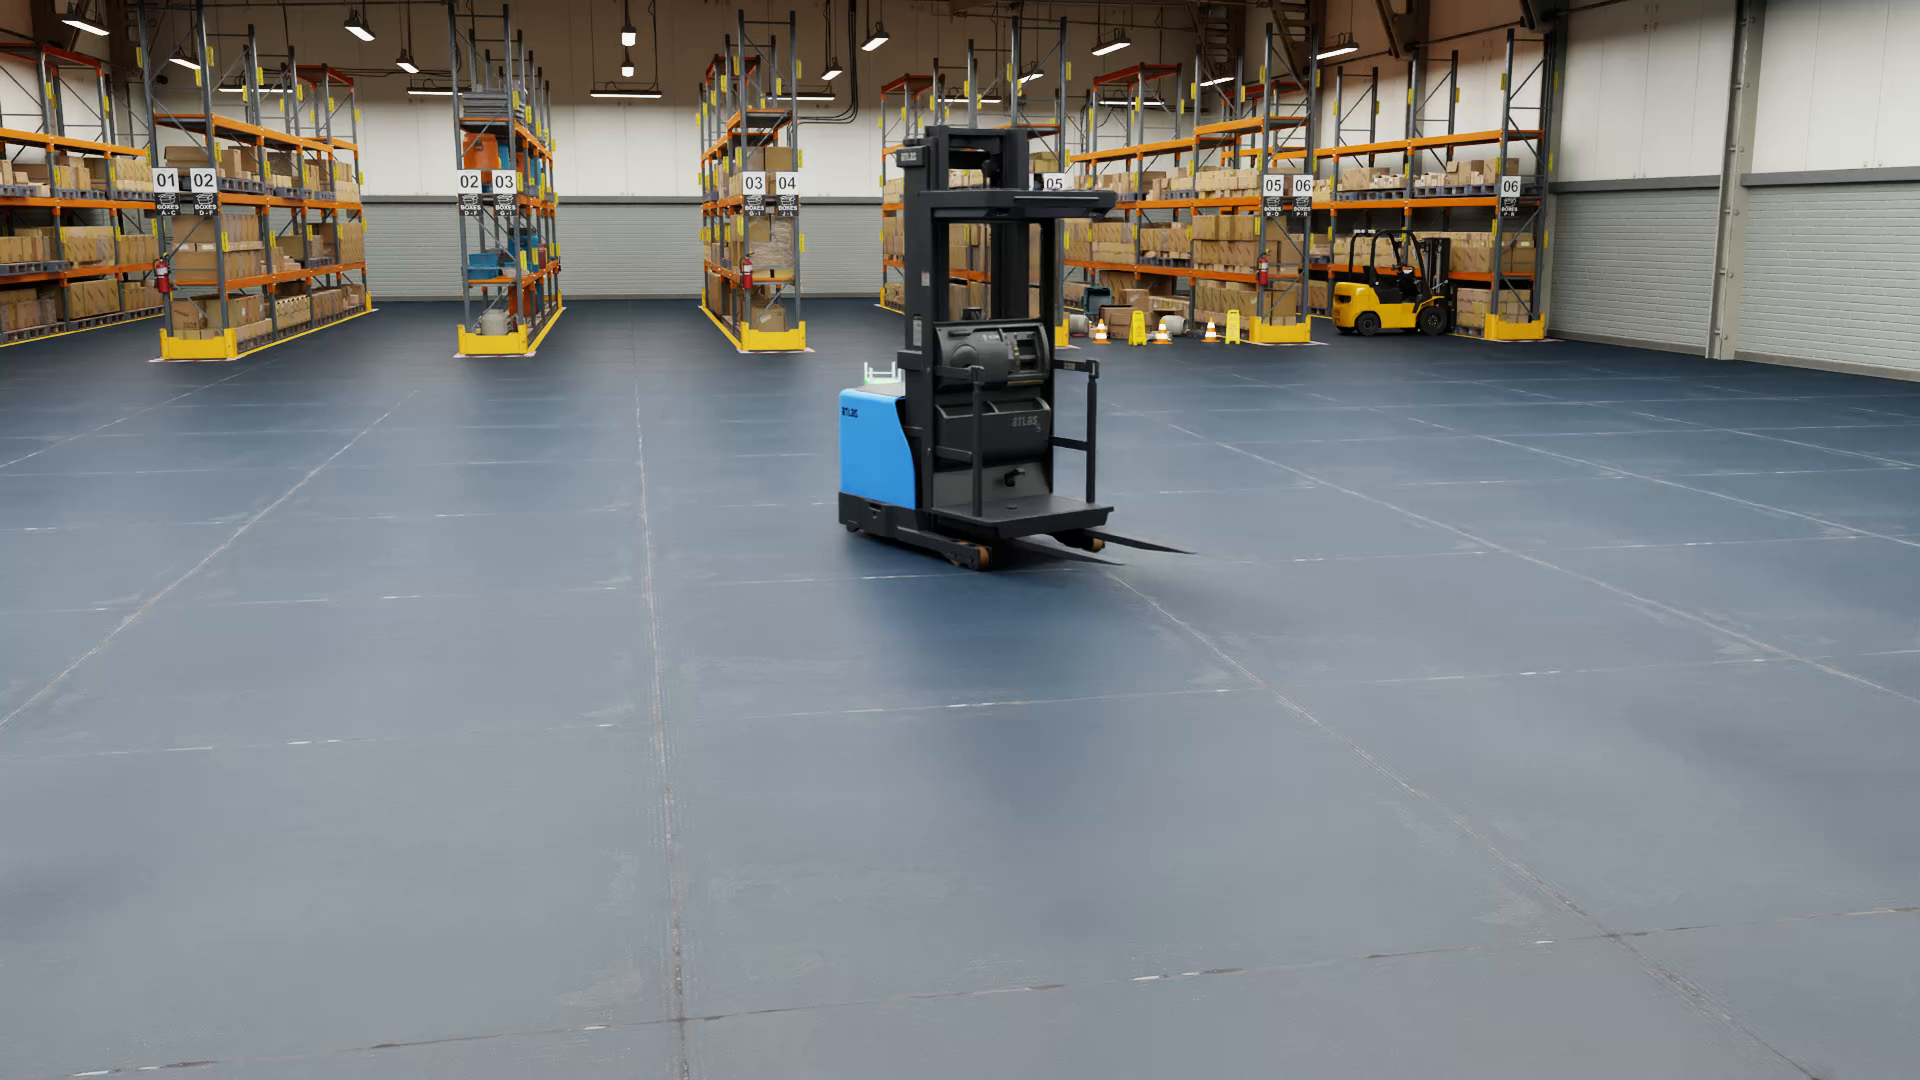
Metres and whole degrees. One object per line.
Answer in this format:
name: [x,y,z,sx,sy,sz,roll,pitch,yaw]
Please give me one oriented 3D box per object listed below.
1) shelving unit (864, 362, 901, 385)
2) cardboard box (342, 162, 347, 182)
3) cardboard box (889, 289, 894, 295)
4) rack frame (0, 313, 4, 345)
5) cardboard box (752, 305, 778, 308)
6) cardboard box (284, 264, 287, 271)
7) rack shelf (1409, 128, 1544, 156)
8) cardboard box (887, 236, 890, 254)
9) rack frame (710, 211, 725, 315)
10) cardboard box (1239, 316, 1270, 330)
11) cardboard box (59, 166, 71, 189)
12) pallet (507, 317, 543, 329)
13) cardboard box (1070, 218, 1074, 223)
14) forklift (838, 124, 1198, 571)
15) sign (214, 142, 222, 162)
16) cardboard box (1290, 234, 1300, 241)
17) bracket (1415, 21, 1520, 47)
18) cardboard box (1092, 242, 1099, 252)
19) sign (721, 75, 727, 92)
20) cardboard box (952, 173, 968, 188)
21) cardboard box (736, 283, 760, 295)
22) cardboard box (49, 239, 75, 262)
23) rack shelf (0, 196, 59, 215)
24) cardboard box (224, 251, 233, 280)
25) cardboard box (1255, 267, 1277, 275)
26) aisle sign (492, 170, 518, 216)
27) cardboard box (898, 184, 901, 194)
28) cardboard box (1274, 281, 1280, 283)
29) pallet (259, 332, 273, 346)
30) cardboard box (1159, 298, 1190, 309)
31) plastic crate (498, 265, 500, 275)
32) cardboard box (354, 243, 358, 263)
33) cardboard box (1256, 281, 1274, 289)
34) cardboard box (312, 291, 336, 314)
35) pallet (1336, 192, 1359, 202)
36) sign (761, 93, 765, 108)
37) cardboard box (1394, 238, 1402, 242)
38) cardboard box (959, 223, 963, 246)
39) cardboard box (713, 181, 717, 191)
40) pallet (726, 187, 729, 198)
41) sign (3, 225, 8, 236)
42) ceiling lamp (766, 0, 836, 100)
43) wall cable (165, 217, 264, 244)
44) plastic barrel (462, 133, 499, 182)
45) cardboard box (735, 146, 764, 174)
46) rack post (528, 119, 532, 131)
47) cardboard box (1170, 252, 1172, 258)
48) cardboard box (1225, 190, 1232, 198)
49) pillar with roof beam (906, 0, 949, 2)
shelving unit: [-0.604,-0.773,13.048,0.258,1.200,0.503,-1,11,-7]
cardboard box: [-15.931,-9.303,42.090,0.700,0.500,0.500,-2,11,-11]
cardboard box: [-1.735,-6.789,45.548,0.380,0.149,0.250,-2,11,-9]
rack frame: [-18.788,-5.184,31.411,1.000,3.000,0.127,-2,11,-11]
cardboard box: [-3.792,-4.308,32.372,0.500,0.500,0.500,-1,11,-6]
cardboard box: [-14.405,-5.743,35.021,0.380,0.149,0.250,-1,11,-7]
rack shelf: [10.766,-8.297,34.712,1.077,0.370,4.000,-2,11,-11]
cardboard box: [-1.716,-8.093,45.631,0.500,0.500,0.500,-2,11,-11]
rack frame: [-5.768,-7.192,41.959,1.000,3.000,0.127,-2,11,-11]
cardboard box: [5.861,-4.350,33.258,0.500,0.250,0.500,-2,11,-11]
cardboard box: [-19.966,-7.941,36.427,0.700,0.500,0.500,-2,11,-8]
pallet: [-9.736,-4.765,36.665,1.003,0.211,1.213,-2,11,-11]
cardboard box: [3.233,-8.784,45.646,0.380,0.149,0.250,-2,11,-12]
forklift: [0.359,-1.337,11.381,1.130,2.935,3.031,-8,13,-35]
sign: [-12.606,-6.592,28.238,0.100,0.325,0.005,-2,11,-11]
cardboard box: [8.949,-7.653,42.992,0.700,0.500,0.500,-2,11,-11]
bracket: [10.974,-10.944,36.002,0.076,0.066,4.783,-2,11,-11]
cardboard box: [3.762,-7.633,43.342,0.500,0.250,0.500,-2,11,-13]
sign: [-4.755,-9.187,33.476,0.100,0.325,0.005,-2,11,-11]
cardboard box: [0.116,-7.885,36.427,0.500,0.311,0.500,-3,11,-13]
cardboard box: [-4.717,-5.596,37.078,0.500,0.250,0.500,-1,11,-5]
cardboard box: [-19.410,-6.221,35.744,0.500,0.500,0.500,-2,11,-9]
rack shelf: [-19.177,-6.671,33.125,1.077,0.370,4.000,-2,11,-11]
cardboard box: [-13.337,-4.863,29.455,0.700,0.500,0.500,-2,11,-10]
cardboard box: [6.004,-5.289,32.633,0.380,0.149,0.250,-2,11,-9]
aisle sign: [-7.991,-6.085,29.193,0.394,0.787,0.004,-2,11,-11]
cardboard box: [-1.312,-9.170,43.396,0.500,0.250,0.500,-3,11,-13]
cardboard box: [8.630,-6.955,44.542,0.380,0.149,0.250,-2,11,-8]
pallet: [-13.816,-3.848,31.848,1.003,0.211,1.213,-2,11,-11]
cardboard box: [5.124,-5.356,38.217,0.950,0.372,0.625,-2,11,-9]
plastic crate: [-9.083,-5.181,31.962,0.450,0.188,0.662,-2,11,-11]
cardboard box: [-15.714,-7.356,42.555,0.500,0.500,0.500,-2,11,-11]
cardboard box: [8.399,-6.981,46.415,0.700,0.500,0.500,-3,11,-13]
cardboard box: [-14.924,-5.557,38.881,0.500,0.500,0.500,-2,11,-10]
pallet: [9.819,-8.259,40.051,1.213,0.211,1.003,-2,11,-8]
sign: [-4.460,-9.925,37.562,0.100,0.325,0.005,-2,11,-11]
cardboard box: [10.025,-6.735,37.558,0.380,0.149,0.250,-2,11,-12]
cardboard box: [0.371,-6.705,36.458,0.700,0.500,0.500,-2,11,-11]
cardboard box: [-5.979,-9.111,42.364,0.700,0.500,0.500,-3,11,-14]
pallet: [-4.228,-7.223,34.603,1.213,0.211,1.003,-2,11,-11]
sign: [-20.110,-6.466,35.048,0.100,0.325,0.005,-2,11,-11]
ceiling lamp: [-4.581,-14.325,47.778,2.000,3.185,0.800,-2,11,-11]
wall cable: [-21.872,-9.857,48.222,3.097,2.526,0.112,-2,11,-11]
plastic barrel: [-8.512,-6.786,29.534,0.600,0.830,0.708,-2,11,-11]
cardboard box: [-3.984,-7.180,31.477,0.500,0.500,0.500,-2,11,-11]
rack post: [-10.030,-9.319,37.295,0.954,0.300,0.937,-2,11,-11]
cardboard box: [4.954,-6.440,37.557,0.380,0.149,0.250,-2,11,-11]
cardboard box: [5.601,-7.037,33.794,0.380,0.149,0.250,-2,11,-12]
pillar with roof beam: [-3.664,-15.767,47.705,6.894,0.400,0.400,-2,11,-11]
